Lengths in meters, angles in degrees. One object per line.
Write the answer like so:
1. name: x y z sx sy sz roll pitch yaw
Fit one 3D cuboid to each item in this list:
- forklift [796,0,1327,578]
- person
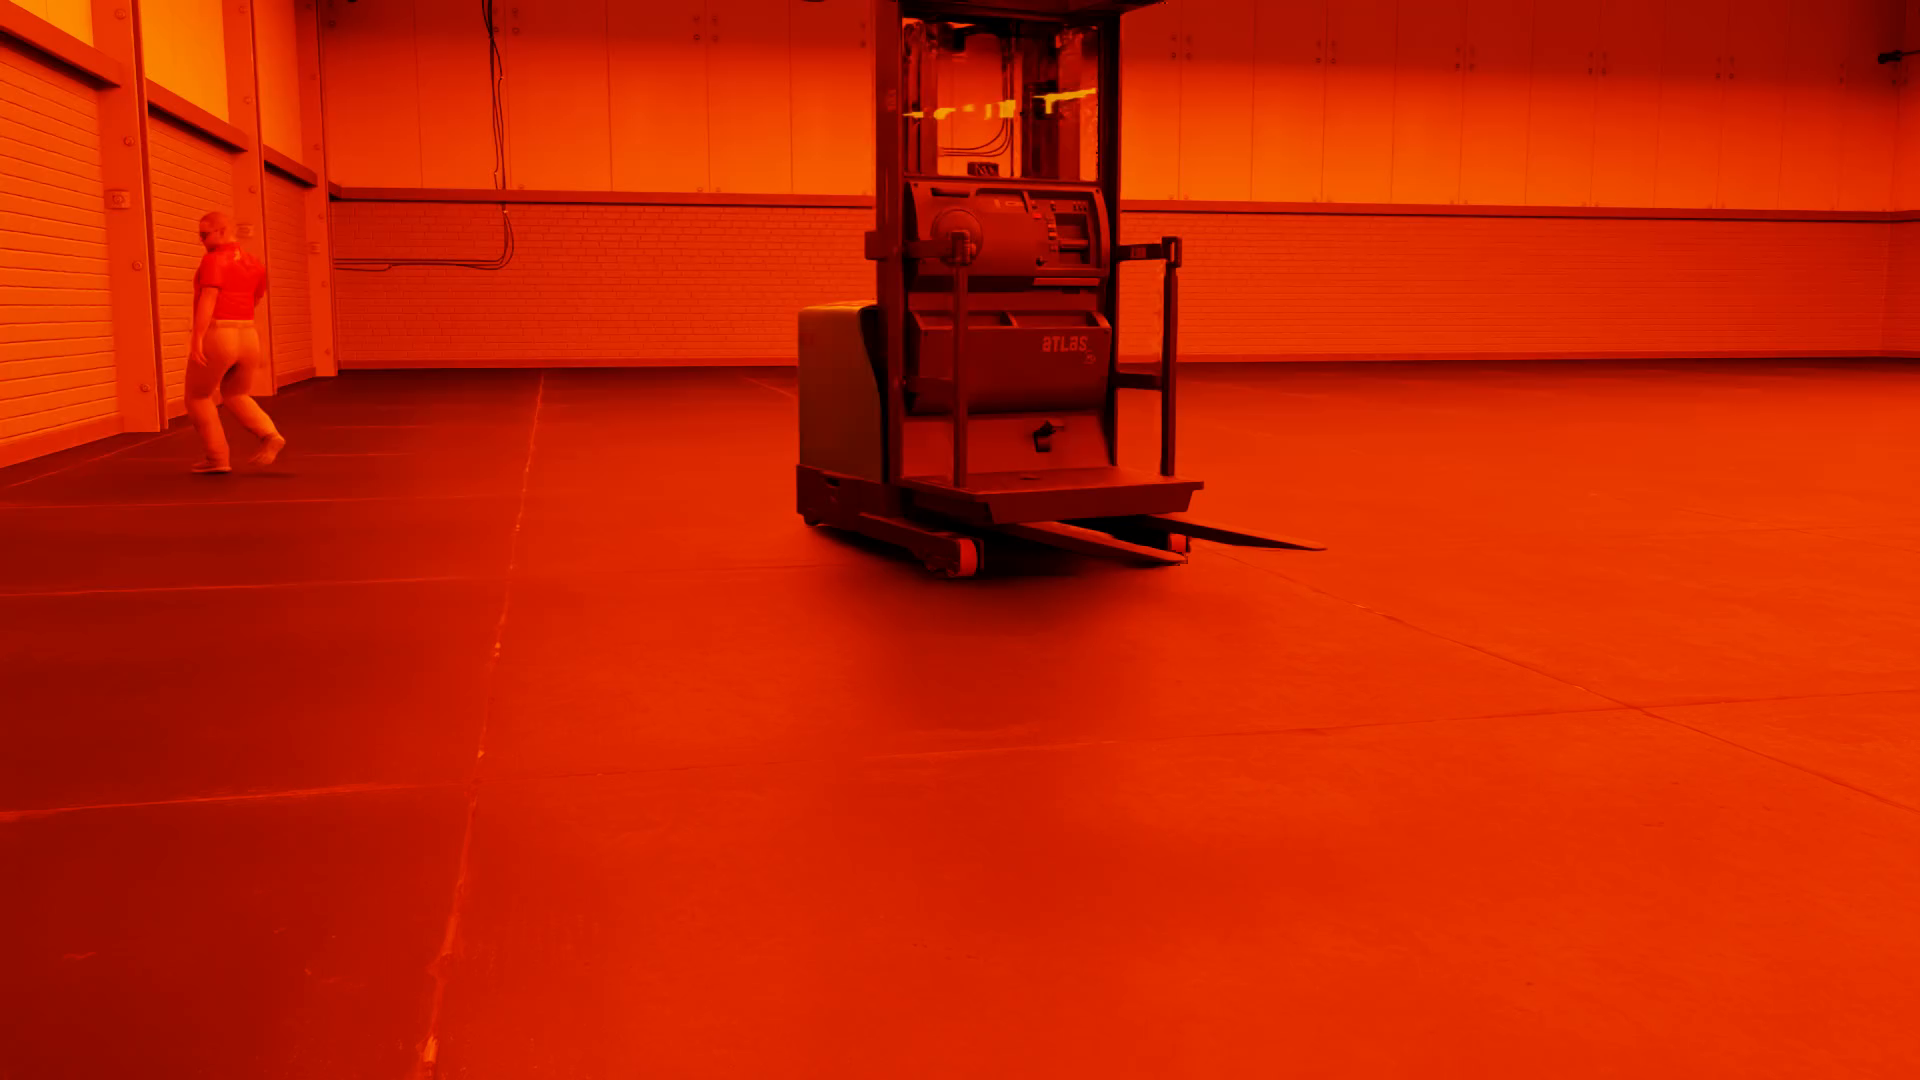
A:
1. forklift: 0.318 -1.368 6.905 1.130 2.935 3.031 -4 9 -27
2. person: -4.774 -1.262 10.716 0.615 1.673 0.711 4 9 28
